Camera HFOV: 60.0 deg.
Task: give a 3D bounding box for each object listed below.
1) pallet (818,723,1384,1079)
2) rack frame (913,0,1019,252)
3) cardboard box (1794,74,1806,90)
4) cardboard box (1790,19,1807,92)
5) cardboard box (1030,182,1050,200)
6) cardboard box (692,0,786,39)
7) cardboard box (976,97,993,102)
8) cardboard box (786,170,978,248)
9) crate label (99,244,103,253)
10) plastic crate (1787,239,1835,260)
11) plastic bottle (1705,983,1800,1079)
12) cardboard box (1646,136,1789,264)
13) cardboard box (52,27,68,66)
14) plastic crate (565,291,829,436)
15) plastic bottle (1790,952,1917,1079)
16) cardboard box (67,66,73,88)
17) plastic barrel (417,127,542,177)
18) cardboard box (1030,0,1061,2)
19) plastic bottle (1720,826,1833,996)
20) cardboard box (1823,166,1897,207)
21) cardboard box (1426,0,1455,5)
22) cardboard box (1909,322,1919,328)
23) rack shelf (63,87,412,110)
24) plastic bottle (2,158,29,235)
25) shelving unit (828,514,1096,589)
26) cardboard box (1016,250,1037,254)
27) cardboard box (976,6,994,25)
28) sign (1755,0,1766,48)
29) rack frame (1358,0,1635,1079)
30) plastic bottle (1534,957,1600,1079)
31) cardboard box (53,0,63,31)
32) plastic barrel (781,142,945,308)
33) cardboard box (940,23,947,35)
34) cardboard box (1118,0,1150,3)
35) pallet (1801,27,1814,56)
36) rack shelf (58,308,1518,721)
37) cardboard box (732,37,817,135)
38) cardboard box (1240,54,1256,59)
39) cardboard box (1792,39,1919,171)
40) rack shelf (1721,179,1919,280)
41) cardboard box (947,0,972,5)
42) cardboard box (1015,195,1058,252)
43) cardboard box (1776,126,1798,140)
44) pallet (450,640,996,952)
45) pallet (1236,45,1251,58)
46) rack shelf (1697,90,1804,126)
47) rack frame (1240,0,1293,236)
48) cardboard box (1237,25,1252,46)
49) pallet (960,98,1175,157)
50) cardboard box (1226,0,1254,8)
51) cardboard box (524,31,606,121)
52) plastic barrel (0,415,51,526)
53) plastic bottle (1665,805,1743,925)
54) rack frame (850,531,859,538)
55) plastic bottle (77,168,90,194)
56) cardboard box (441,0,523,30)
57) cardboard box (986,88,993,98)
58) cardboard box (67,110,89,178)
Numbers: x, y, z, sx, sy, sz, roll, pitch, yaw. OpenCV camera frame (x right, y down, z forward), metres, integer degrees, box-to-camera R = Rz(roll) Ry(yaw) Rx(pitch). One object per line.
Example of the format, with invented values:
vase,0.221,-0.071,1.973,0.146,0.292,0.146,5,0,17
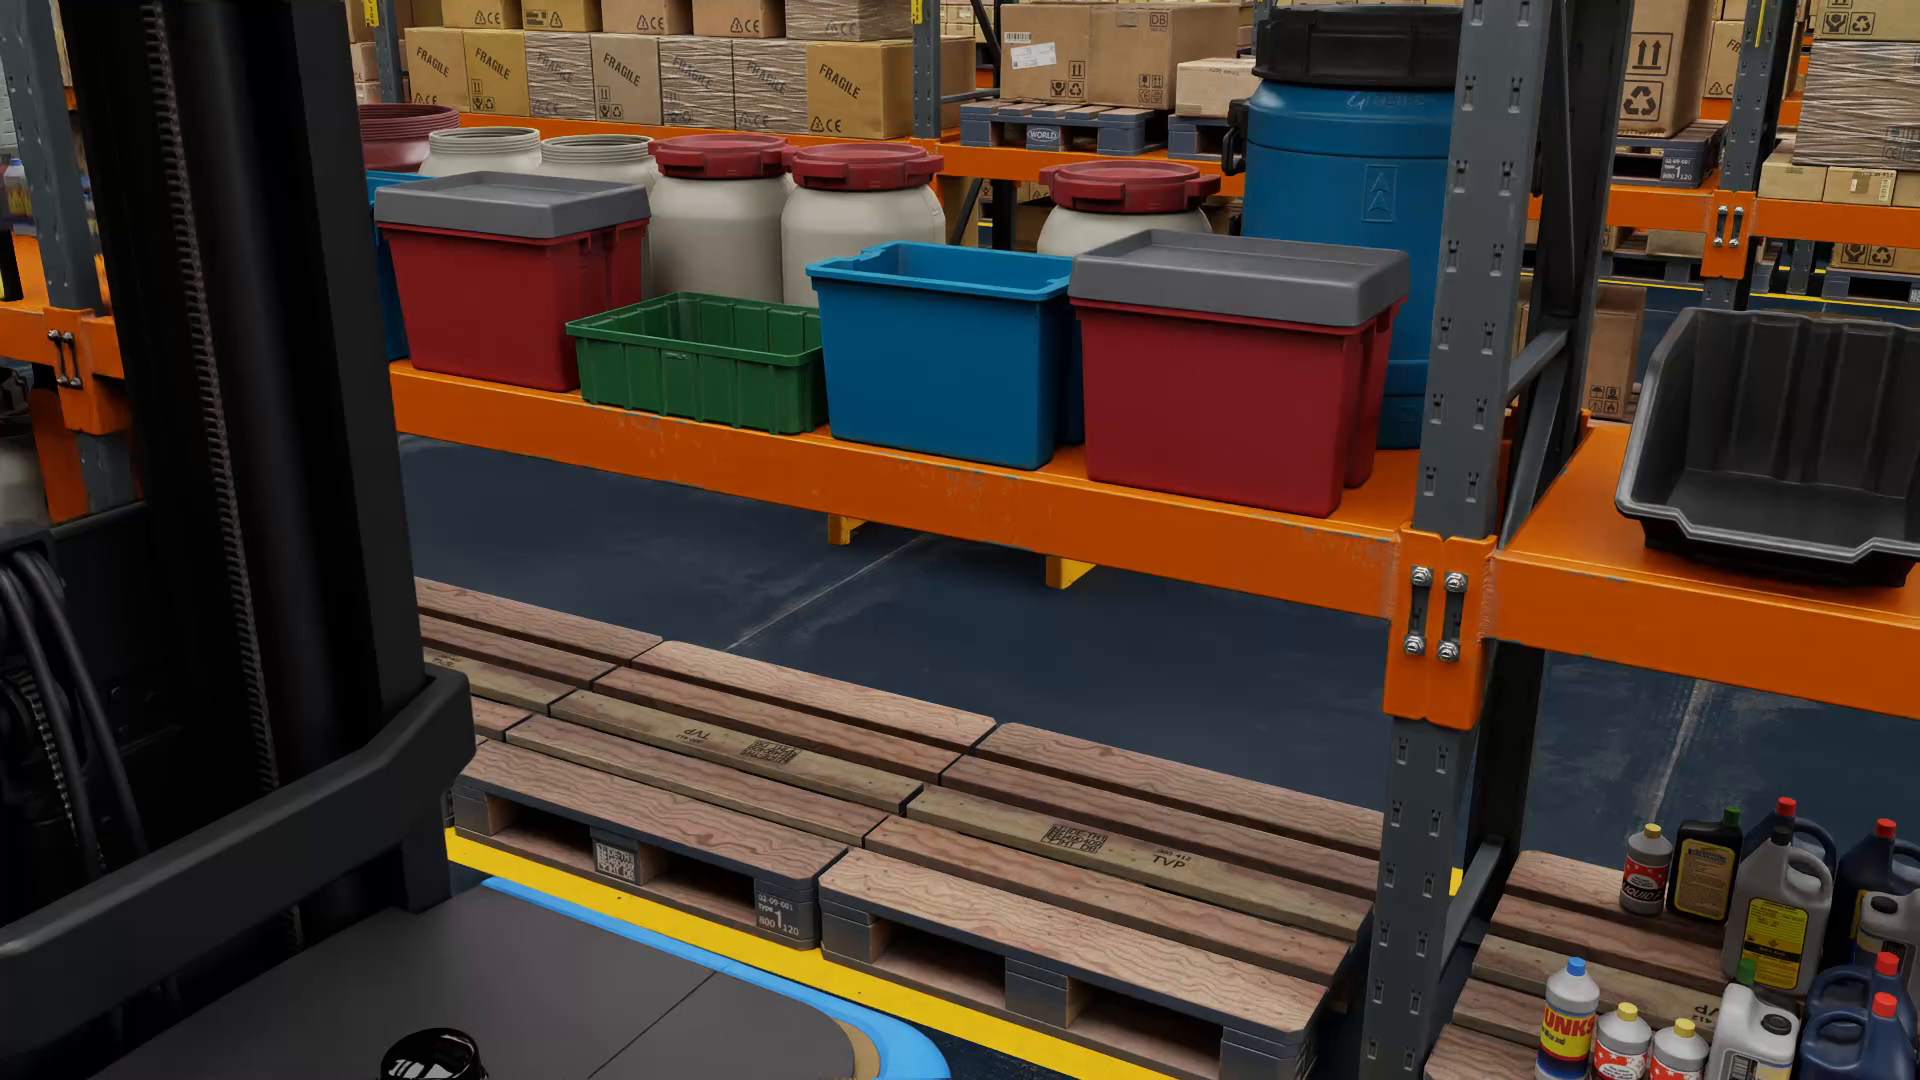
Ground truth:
pallet,0.416,0.869,4.159,1.213,0.211,1.003,11,23,27
rack frame,0.044,-2.462,9.254,0.127,3.000,1.000,11,23,27
cardboard box,10.326,-5.390,20.192,0.625,0.625,0.875,12,23,30
cardboard box,5.716,-3.471,11.889,0.500,0.500,0.500,11,23,28
cardboard box,0.928,-3.146,14.190,0.500,0.500,0.500,10,22,25
cardboard box,-1.154,-3.216,9.715,0.637,0.503,0.797,11,23,29
cardboard box,0.275,-3.824,14.958,0.500,0.250,0.500,12,23,30
cardboard box,-0.548,-1.782,9.878,0.875,0.875,1.225,10,22,25
crate label,-2.186,-0.727,4.717,0.416,0.233,0.303,11,23,27
plastic crate,6.834,-2.323,12.910,0.450,0.188,0.662,-22,27,-25
plastic bottle,1.481,0.980,3.113,0.135,0.276,0.152,12,23,29
cardboard box,5.458,-2.473,11.967,0.750,0.750,1.050,11,23,27
cardboard box,-6.653,-3.702,12.455,0.500,0.250,0.500,10,22,26
plastic crate,-0.537,-0.428,3.958,0.662,0.188,0.450,11,23,27
plastic bottle,1.693,0.931,3.140,0.185,0.351,0.144,11,23,27
cardboard box,-6.343,-3.433,12.297,0.250,0.149,0.380,10,22,26
plastic barrel,-1.369,-0.933,4.874,0.421,0.512,0.421,0,20,0
cardboard box,0.772,-4.442,13.591,0.250,0.149,0.380,12,23,30
plastic bottle,1.753,0.780,3.555,0.185,0.351,0.144,11,23,27
cardboard box,3.789,-1.508,6.992,0.250,0.149,0.380,11,23,27
cardboard box,3.830,-4.193,12.413,0.500,0.500,0.700,10,22,26
cardboard box,4.370,-0.648,7.302,0.500,0.500,0.500,-17,26,-39
rack shelf,-5.194,-3.122,12.127,4.000,0.370,1.077,11,23,27
plastic bottle,-3.486,-1.277,6.174,0.097,0.271,0.097,0,20,0
shelving unit,0.067,-0.692,6.574,1.083,1.500,0.587,11,23,27
cardboard box,0.639,-1.388,9.314,0.500,0.500,0.700,10,22,24
cardboard box,0.327,-4.387,13.877,0.250,0.149,0.380,10,22,26
sign,3.269,-2.175,6.766,0.005,0.325,0.100,11,23,27
rack frame,1.121,-0.322,3.355,0.127,3.000,1.000,11,23,27
plastic bottle,1.185,0.937,3.240,0.097,0.271,0.097,0,20,0
cardboard box,-6.216,-3.971,12.098,0.500,0.500,0.500,10,22,26
plastic barrel,-0.248,-0.733,4.287,0.433,0.535,0.433,0,20,0
cardboard box,-0.141,-4.335,14.169,0.250,0.149,0.380,11,23,28
cardboard box,1.453,-4.312,13.234,0.250,0.149,0.380,12,23,29
pallet,7.773,-4.827,16.056,1.213,0.211,1.003,11,23,27
rack shelf,-0.625,-0.317,4.395,4.000,0.370,1.077,11,23,27
cardboard box,-0.940,-2.602,9.493,0.500,0.500,0.500,11,22,27
cardboard box,1.632,-2.400,8.662,0.258,0.266,0.396,10,22,26
cardboard box,3.899,-1.891,7.095,0.500,0.500,0.875,11,23,27
rack shelf,5.282,-1.126,6.626,4.000,0.370,1.077,11,23,27
cardboard box,0.088,-4.571,13.948,0.250,0.149,0.380,11,22,27
cardboard box,0.644,-1.744,9.195,0.500,0.250,0.500,12,23,29
cardboard box,7.910,-3.796,16.168,0.625,0.372,0.950,11,23,28
pallet,-0.653,0.667,4.717,1.213,0.211,1.003,11,23,27
pallet,1.877,-3.919,13.550,1.003,0.211,1.213,11,23,27
rack shelf,4.297,-3.251,12.484,4.000,0.370,1.077,11,23,27
rack frame,2.551,-3.922,13.278,0.127,3.000,1.000,11,23,27
cardboard box,2.259,-4.136,13.620,0.250,0.149,0.380,10,22,27
pallet,0.718,-2.285,9.047,1.003,0.211,1.213,11,23,27
cardboard box,2.239,-4.416,13.521,0.250,0.149,0.380,11,23,27
cardboard box,-2.292,-2.857,10.195,0.500,0.500,0.500,10,22,26
plastic barrel,-3.343,-0.159,5.938,0.421,0.512,0.421,0,20,0
plastic bottle,1.702,0.729,3.794,0.133,0.283,0.061,12,23,30
rack frame,-0.369,-0.775,6.803,0.032,1.500,0.500,11,23,27
plastic bottle,-3.113,-1.182,5.913,0.097,0.271,0.097,0,20,0
cardboard box,-2.886,-3.542,10.614,0.637,0.503,0.797,10,22,26
cardboard box,0.889,-5.207,19.962,0.875,0.438,0.875,10,22,27
cardboard box,-6.342,-2.909,12.985,0.875,0.875,0.875,11,23,27
